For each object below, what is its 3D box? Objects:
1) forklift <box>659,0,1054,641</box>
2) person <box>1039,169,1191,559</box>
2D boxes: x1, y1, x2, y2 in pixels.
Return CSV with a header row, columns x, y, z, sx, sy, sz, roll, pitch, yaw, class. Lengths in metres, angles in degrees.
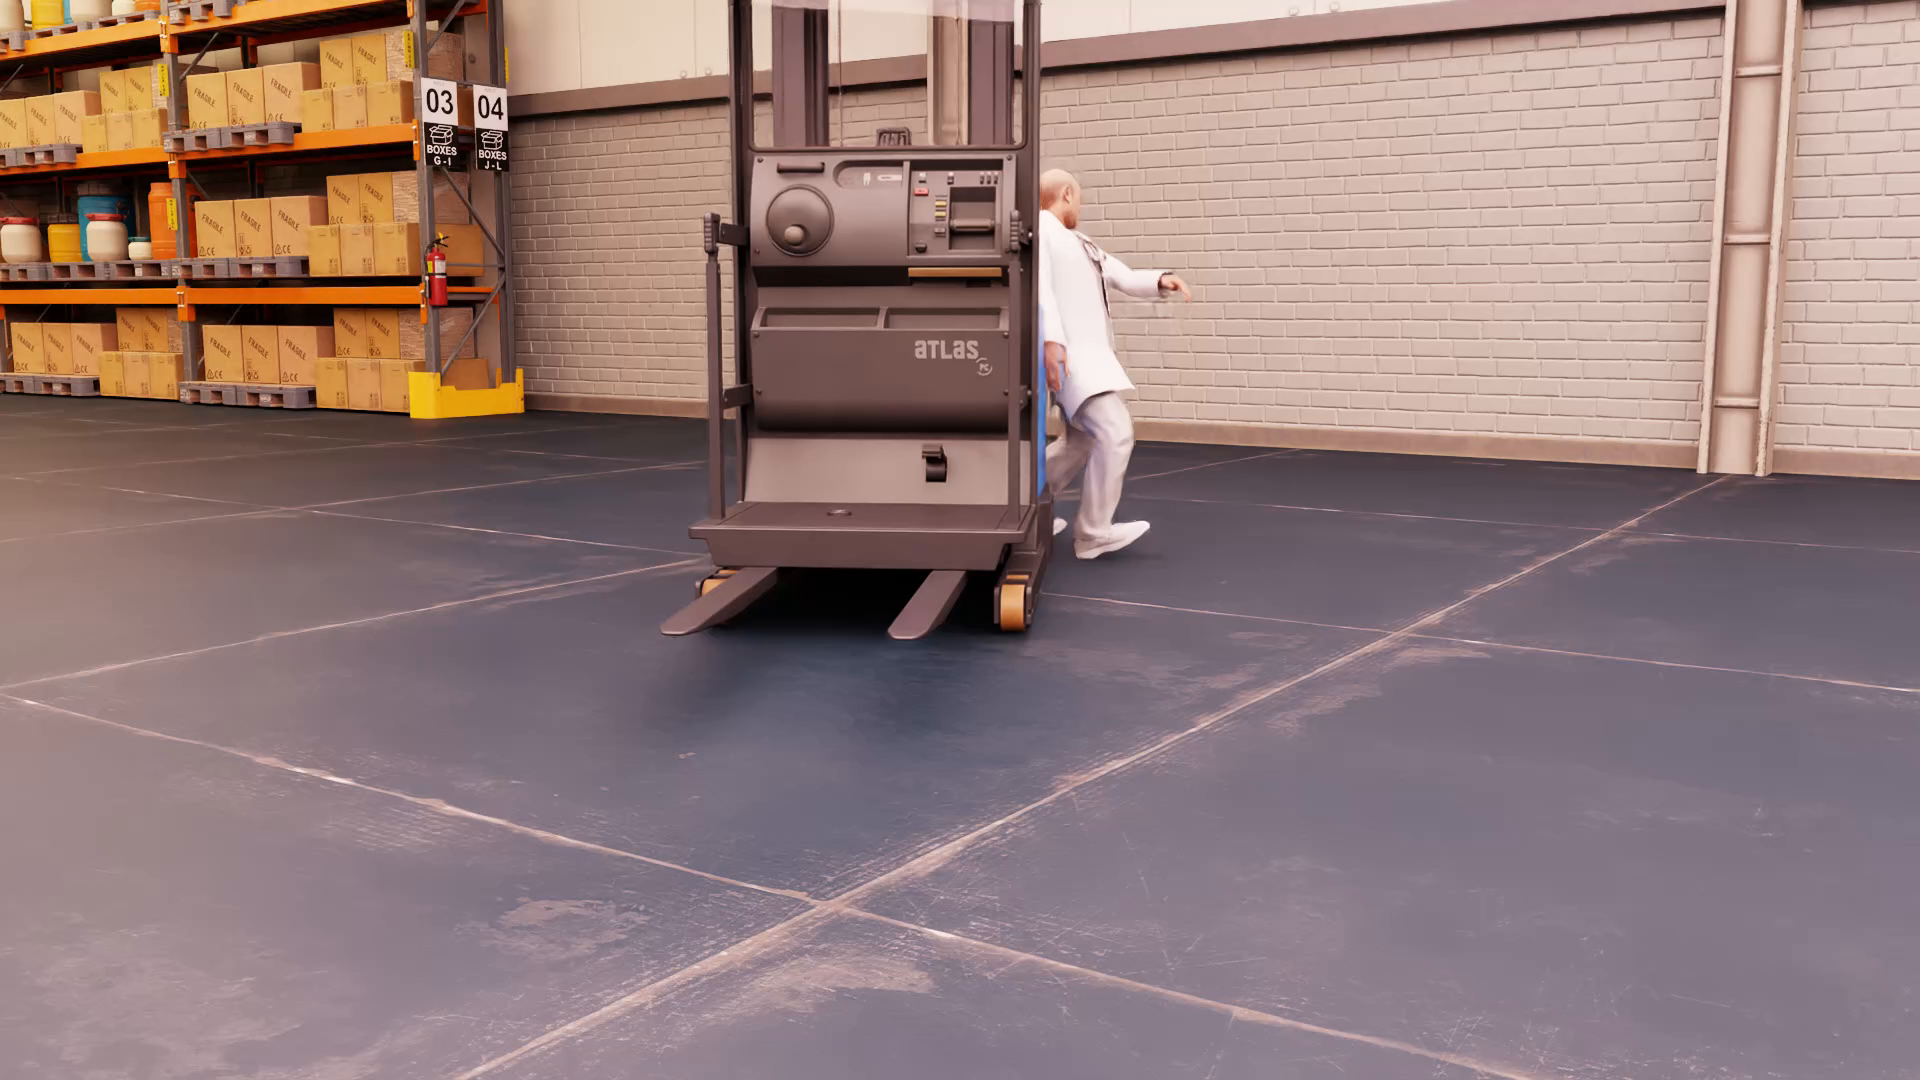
x,y,z,sx,sy,sz,roll,pitch,yaw,class
-0.289,-1.196,5.603,1.130,2.935,3.031,1,8,6,forklift
0.508,-0.750,7.099,0.941,1.667,0.815,2,8,13,person
